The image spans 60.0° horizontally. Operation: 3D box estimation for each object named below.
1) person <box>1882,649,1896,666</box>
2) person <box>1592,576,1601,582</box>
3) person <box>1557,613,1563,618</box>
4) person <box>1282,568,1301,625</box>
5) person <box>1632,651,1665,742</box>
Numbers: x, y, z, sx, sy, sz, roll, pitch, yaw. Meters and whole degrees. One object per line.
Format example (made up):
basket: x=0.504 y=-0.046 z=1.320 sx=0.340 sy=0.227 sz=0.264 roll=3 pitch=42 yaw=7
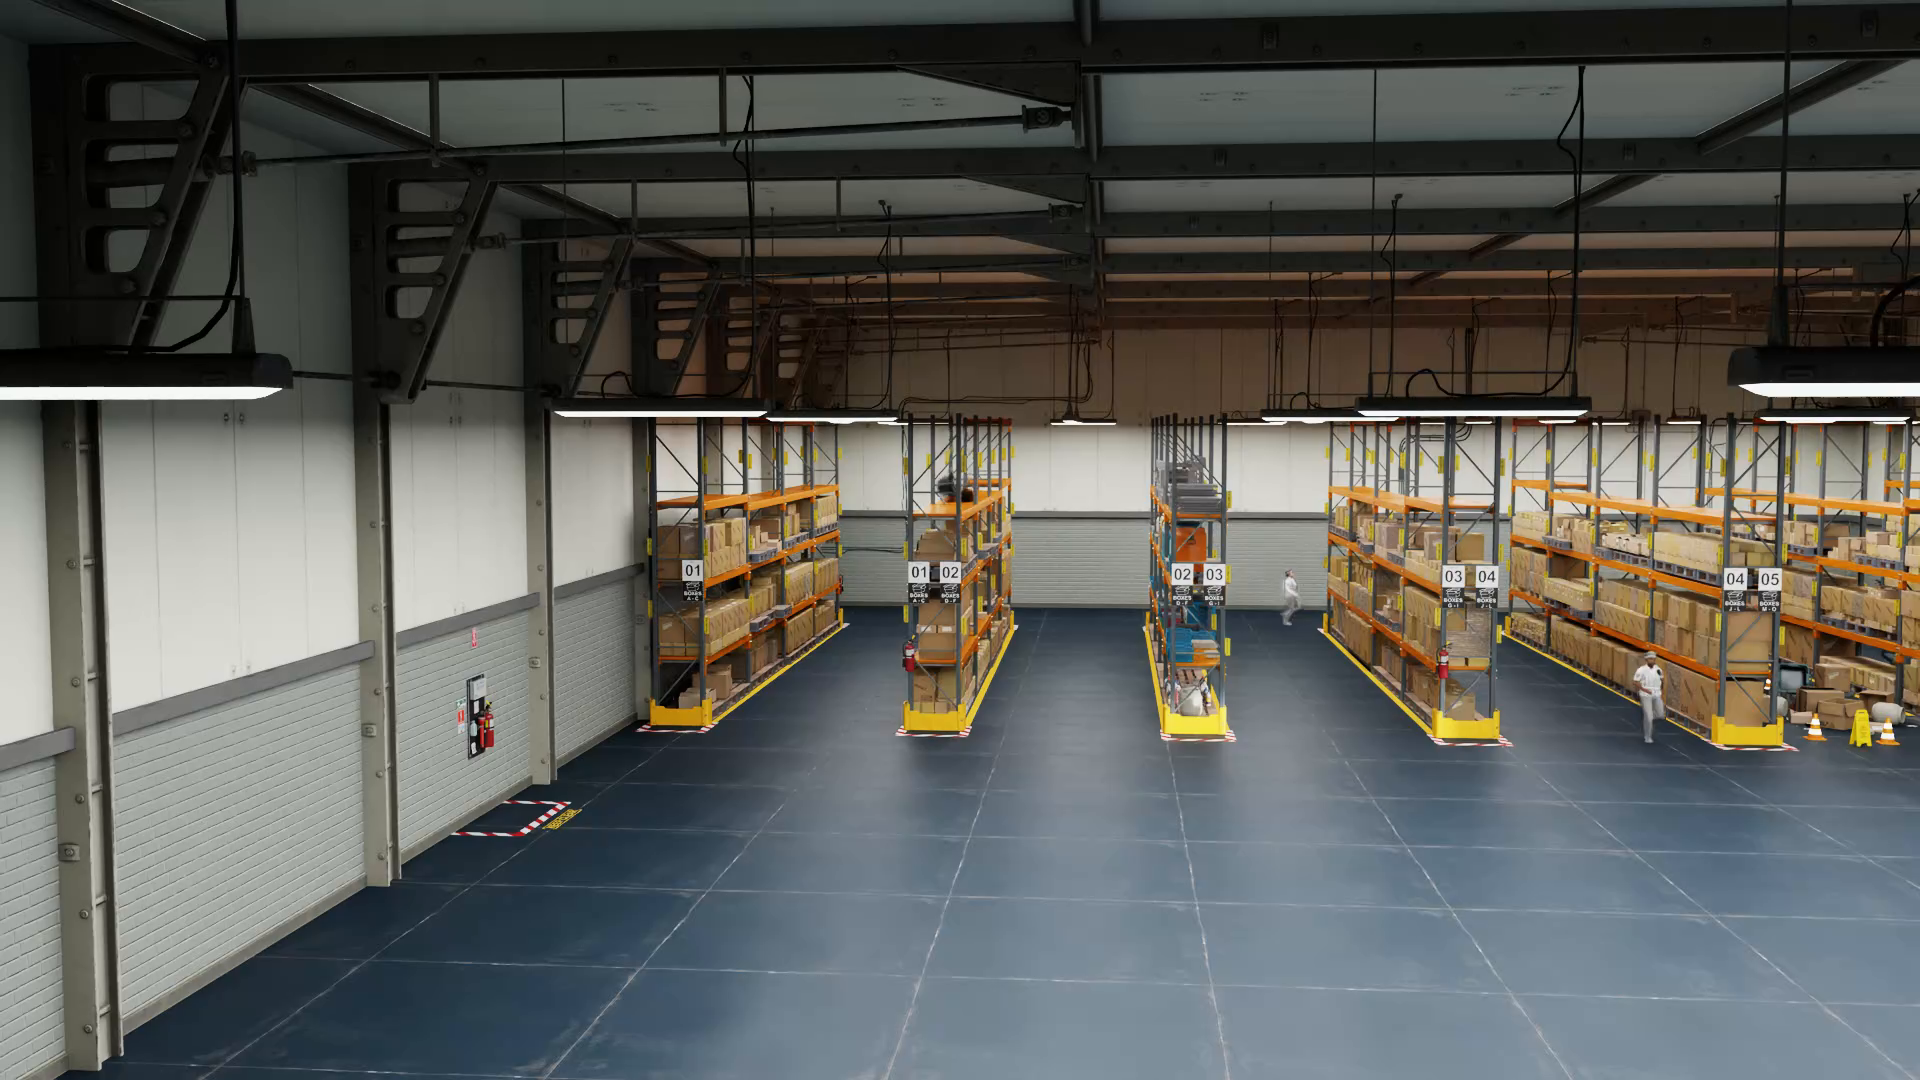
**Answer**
person: x=21.603 y=2.278 z=38.421 sx=0.705 sy=1.724 sz=0.713 roll=0 pitch=4 yaw=5
person: x=18.054 y=1.767 z=47.236 sx=0.525 sy=1.570 sz=0.548 roll=0 pitch=4 yaw=4
person: x=17.249 y=1.672 z=47.195 sx=0.785 sy=1.832 sz=0.674 roll=0 pitch=4 yaw=1
person: x=9.644 y=1.646 z=48.334 sx=0.514 sy=1.659 sz=0.628 roll=2 pitch=4 yaw=28
person: x=12.623 y=2.856 z=30.407 sx=0.629 sy=1.660 sz=0.532 roll=0 pitch=4 yaw=-5
